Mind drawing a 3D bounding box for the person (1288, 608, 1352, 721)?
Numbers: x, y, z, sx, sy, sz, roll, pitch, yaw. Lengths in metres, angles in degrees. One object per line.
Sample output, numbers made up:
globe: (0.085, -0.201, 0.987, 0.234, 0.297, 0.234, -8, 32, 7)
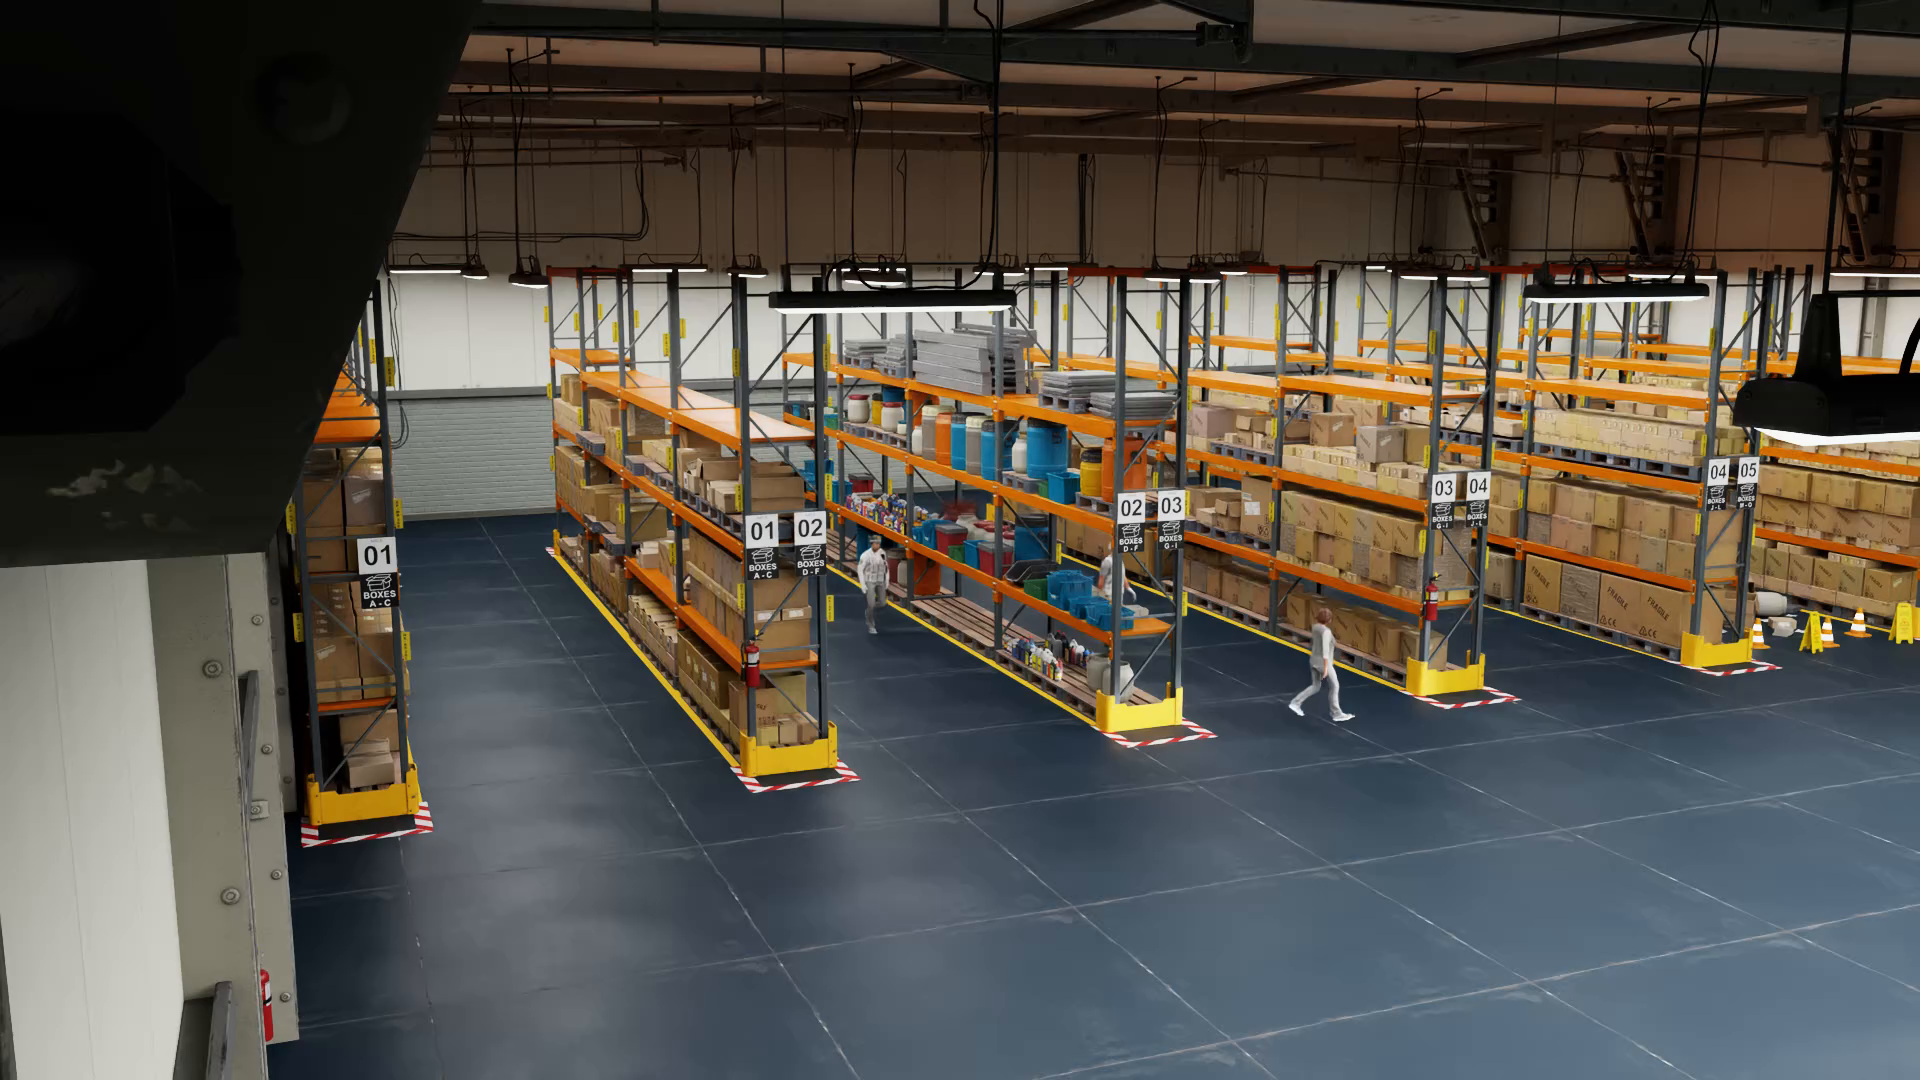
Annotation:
person: (4.885, 1.686, 22.474, 0.855, 1.545, 0.448, -3, 10, -16)

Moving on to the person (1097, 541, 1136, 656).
person: (2.469, 0.916, 26.402, 0.564, 1.856, 0.586, 6, 12, 31)

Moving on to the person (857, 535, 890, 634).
person: (-1.476, 0.707, 27.893, 0.583, 1.659, 0.549, -6, 11, -30)
